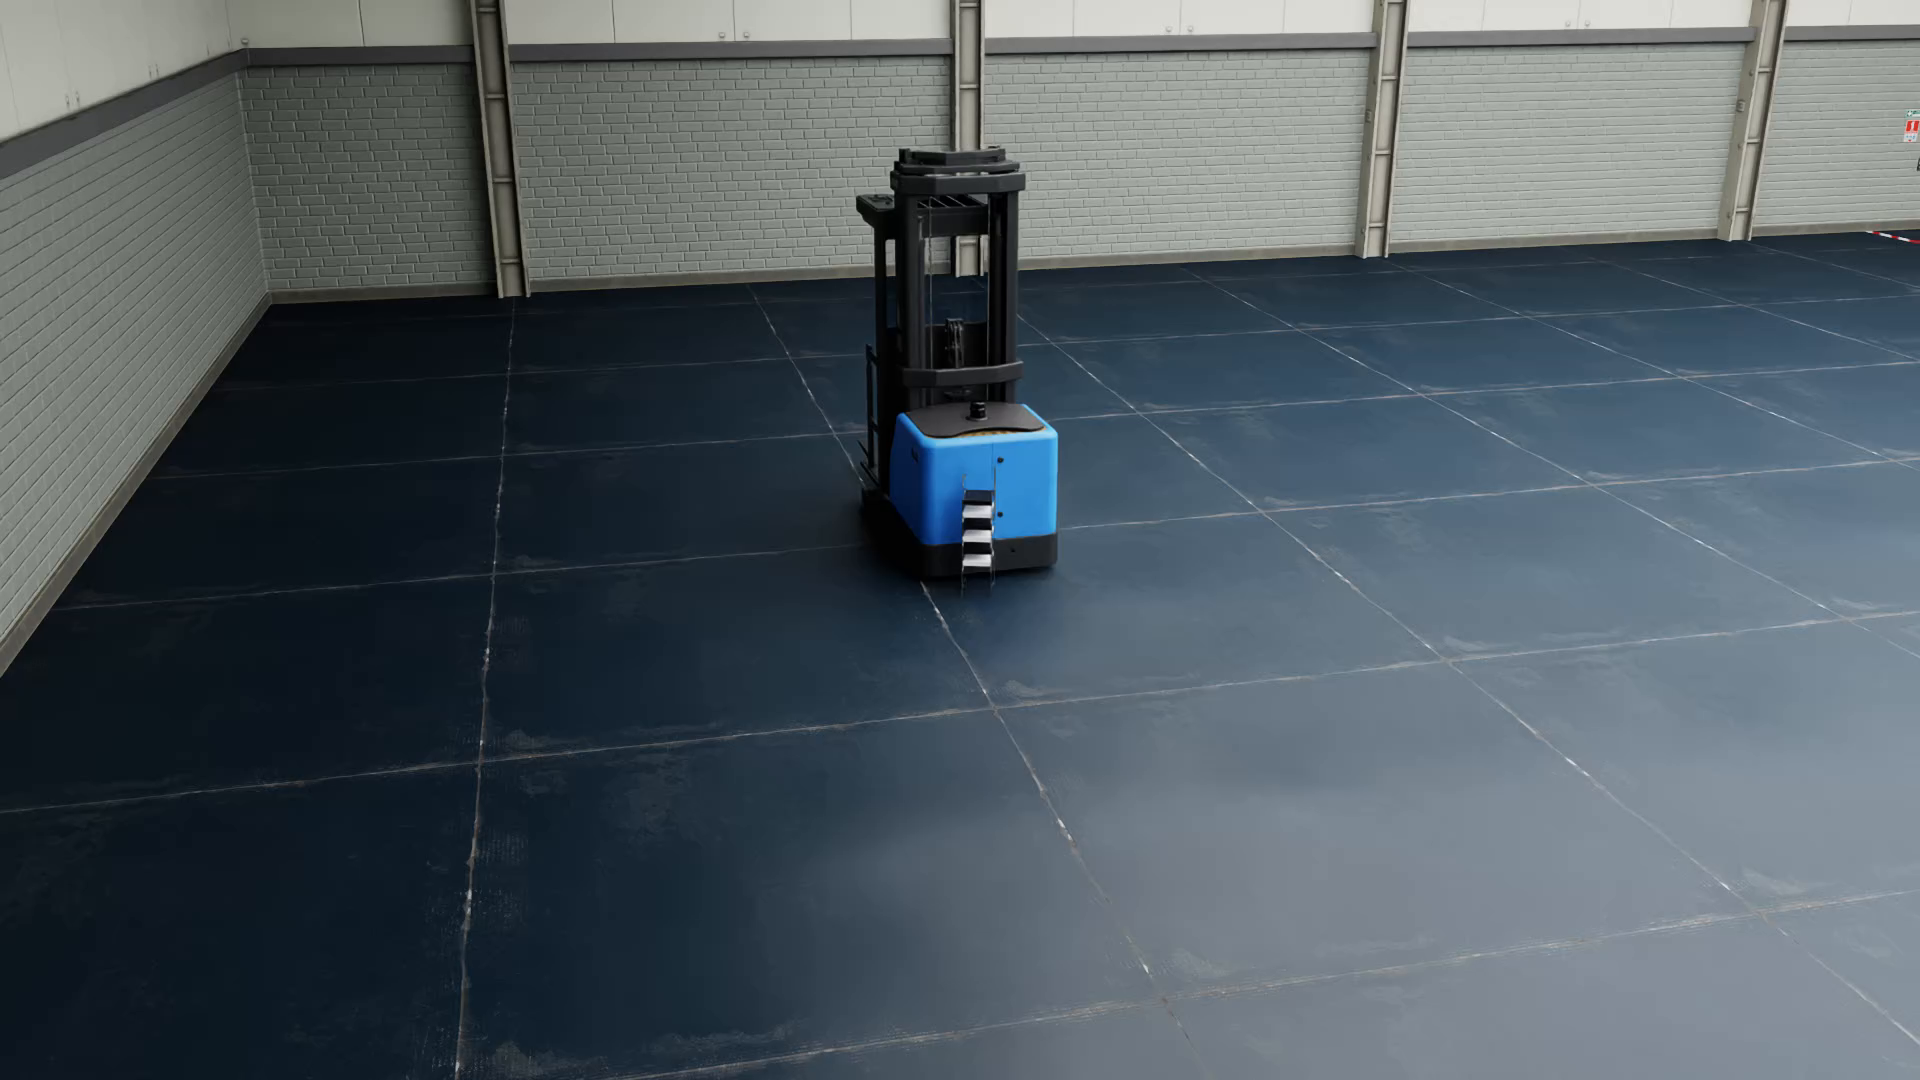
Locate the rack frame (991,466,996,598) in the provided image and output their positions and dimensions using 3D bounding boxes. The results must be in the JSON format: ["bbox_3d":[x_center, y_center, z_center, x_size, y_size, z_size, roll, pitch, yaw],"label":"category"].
[{"bbox_3d":[0.232,-0.053,11.652,0.006,0.900,0.240,2,20,6],"label":"rack frame"}]

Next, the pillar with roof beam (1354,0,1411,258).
[{"bbox_3d":[6.925,-6.892,18.547,0.400,9.000,9.100,-5,21,-12],"label":"pillar with roof beam"}]

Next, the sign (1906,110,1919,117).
[{"bbox_3d":[14.644,-6.537,25.476,0.331,0.109,0.001,-5,21,-12],"label":"sign"}]

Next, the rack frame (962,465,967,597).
[{"bbox_3d":[0.030,-0.061,11.673,0.006,0.900,0.240,2,20,6],"label":"rack frame"}]

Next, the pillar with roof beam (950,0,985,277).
[{"bbox_3d":[1.086,-6.417,17.250,0.400,9.000,9.100,-5,21,-12],"label":"pillar with roof beam"}]

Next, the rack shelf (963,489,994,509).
[{"bbox_3d":[0.131,-0.279,11.581,0.200,0.077,0.258,2,20,6],"label":"rack shelf"}]

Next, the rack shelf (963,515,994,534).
[{"bbox_3d":[0.131,-0.110,11.643,0.200,0.077,0.258,2,20,6],"label":"rack shelf"}]

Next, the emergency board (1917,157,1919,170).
[{"bbox_3d":[15.186,-6.289,25.621,0.626,1.169,0.157,-5,21,-12],"label":"emergency board"}]

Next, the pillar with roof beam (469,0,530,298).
[{"bbox_3d":[-4.753,-5.942,15.954,0.400,9.000,9.100,-5,21,-12],"label":"pillar with roof beam"}]

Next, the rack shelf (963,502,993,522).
[{"bbox_3d":[0.131,-0.195,11.612,0.200,0.077,0.258,2,20,6],"label":"rack shelf"}]

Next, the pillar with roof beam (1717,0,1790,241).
[{"bbox_3d":[12.764,-7.367,19.843,0.400,9.000,9.100,-5,21,-12],"label":"pillar with roof beam"}]

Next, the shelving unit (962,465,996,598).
[{"bbox_3d":[0.131,-0.057,11.662,0.210,0.900,0.258,2,20,6],"label":"shelving unit"}]

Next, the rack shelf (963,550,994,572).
[{"bbox_3d":[0.131,0.143,11.736,0.200,0.077,0.258,2,20,6],"label":"rack shelf"}]

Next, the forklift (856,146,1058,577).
[{"bbox_3d":[-0.166,-1.585,12.881,1.130,2.935,3.031,-5,21,-14],"label":"forklift"}]

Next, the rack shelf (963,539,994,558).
[{"bbox_3d":[0.131,0.059,11.705,0.200,0.077,0.258,2,20,6],"label":"rack shelf"}]

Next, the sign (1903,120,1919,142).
[{"bbox_3d":[14.637,-6.291,25.575,0.234,0.329,0.001,-5,21,-12],"label":"sign"}]

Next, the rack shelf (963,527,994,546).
[{"bbox_3d":[0.131,-0.026,11.674,0.200,0.077,0.258,2,20,6],"label":"rack shelf"}]
